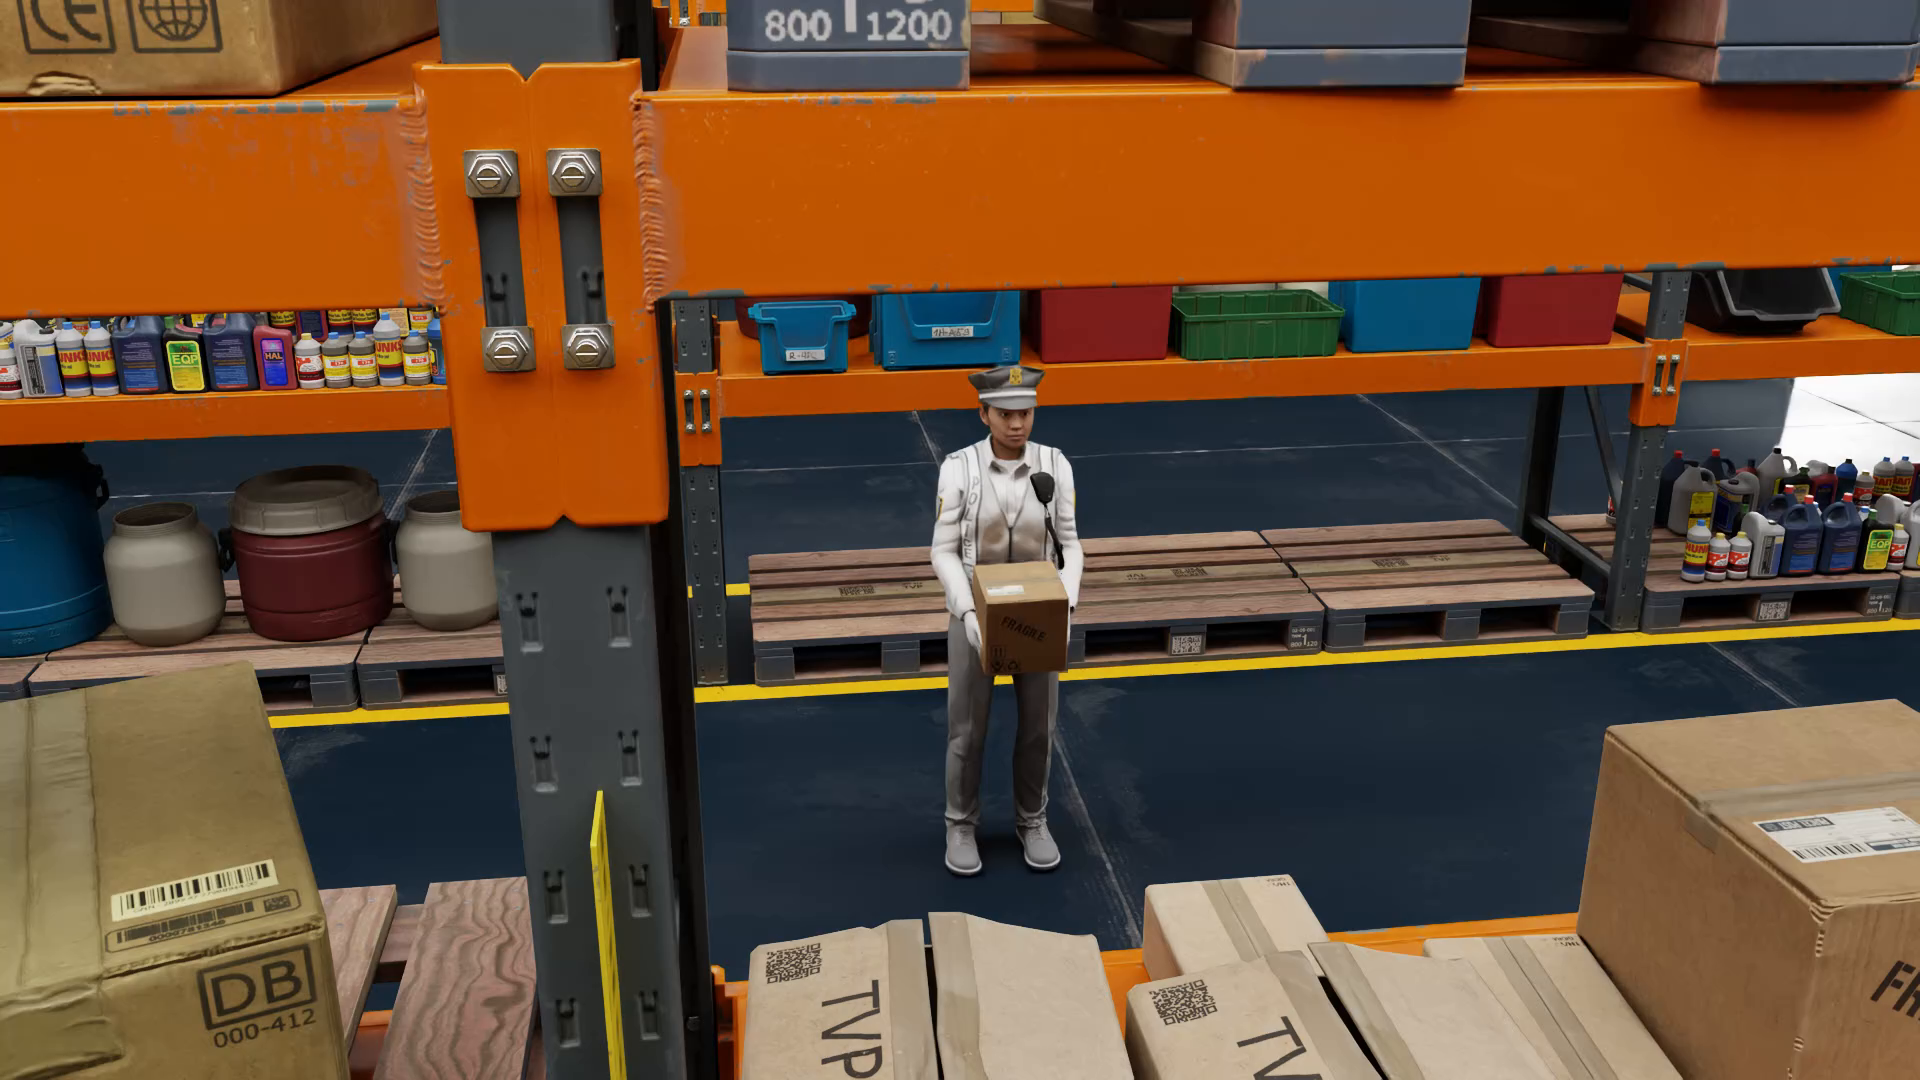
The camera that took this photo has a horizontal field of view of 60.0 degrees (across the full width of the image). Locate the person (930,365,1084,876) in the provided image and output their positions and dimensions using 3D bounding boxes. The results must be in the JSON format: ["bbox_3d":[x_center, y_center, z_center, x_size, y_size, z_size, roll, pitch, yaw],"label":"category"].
[{"bbox_3d":[0.150,0.276,5.275,0.473,1.692,0.504,-3,20,-8],"label":"person"}]
